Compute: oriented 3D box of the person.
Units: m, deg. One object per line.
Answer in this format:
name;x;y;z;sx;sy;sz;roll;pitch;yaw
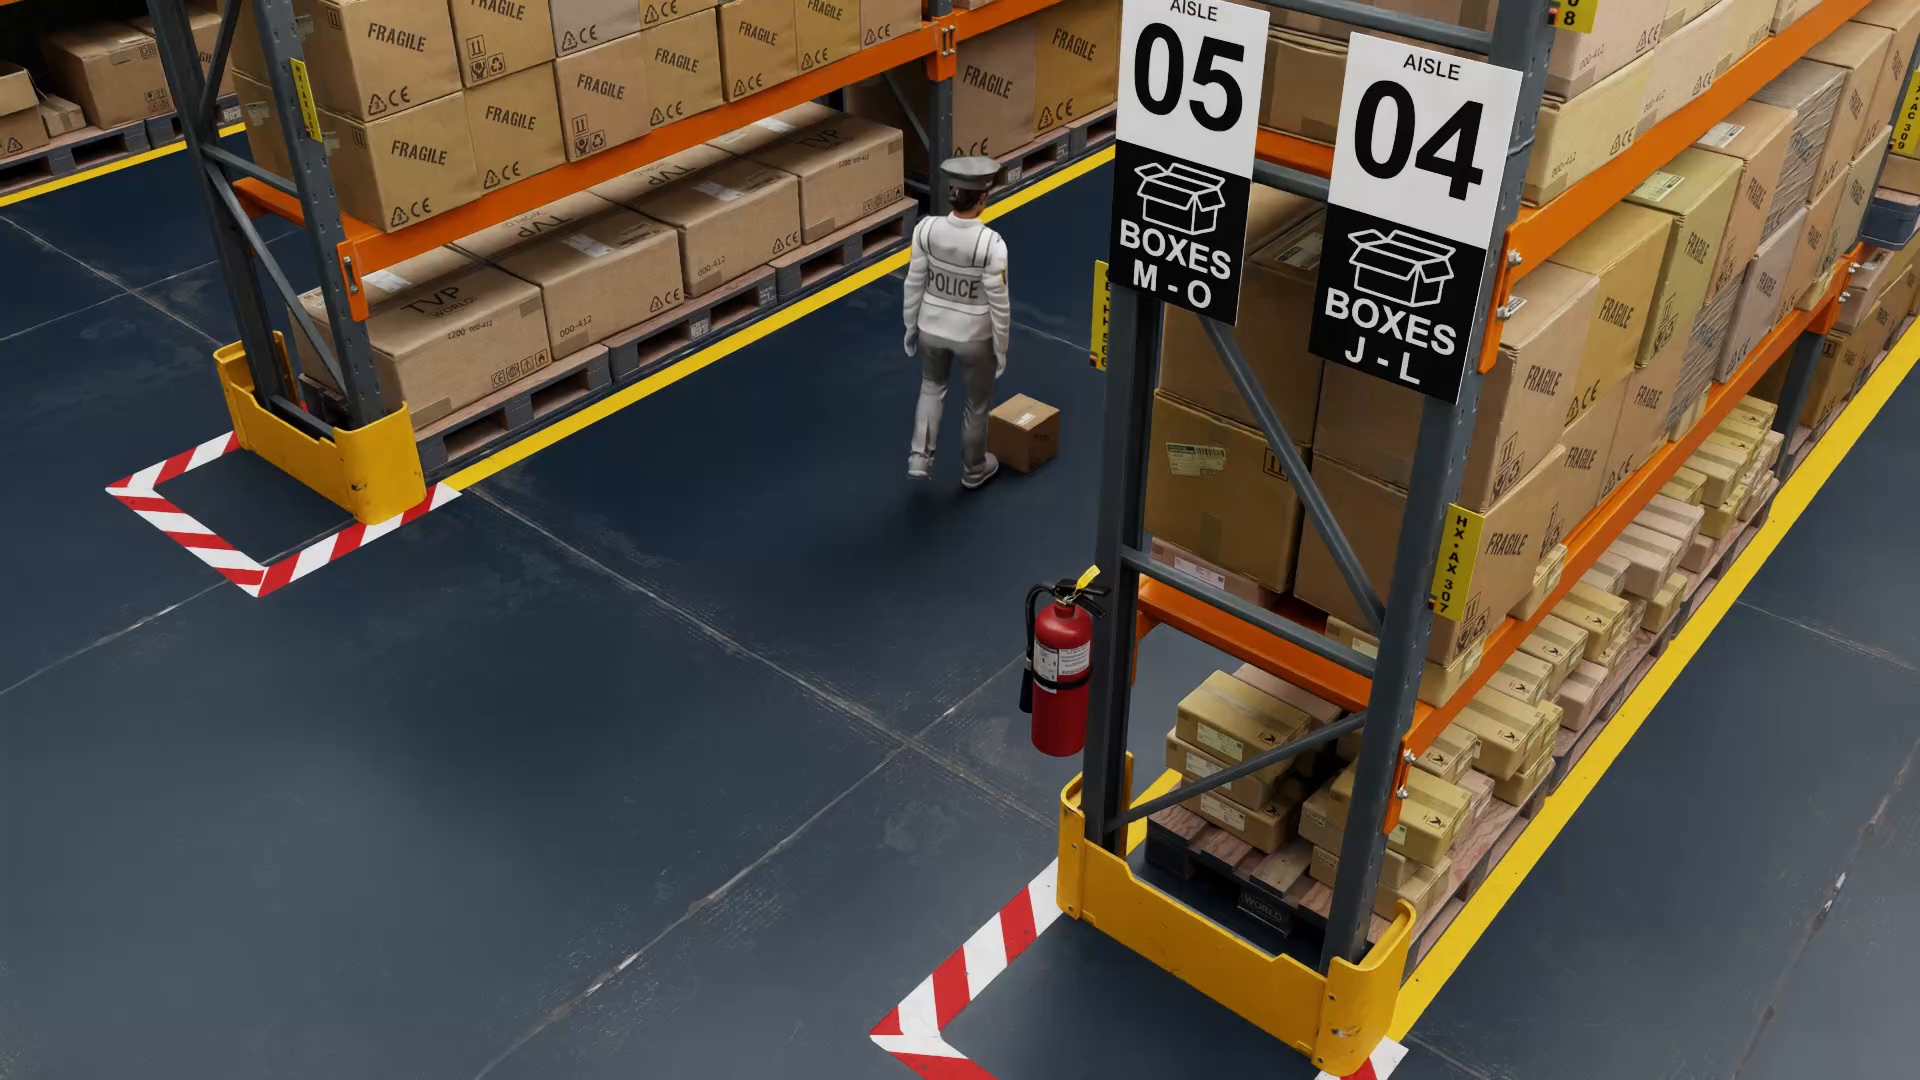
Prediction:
person;0.019;-0.929;7.423;0.511;1.659;0.537;14;37;18
